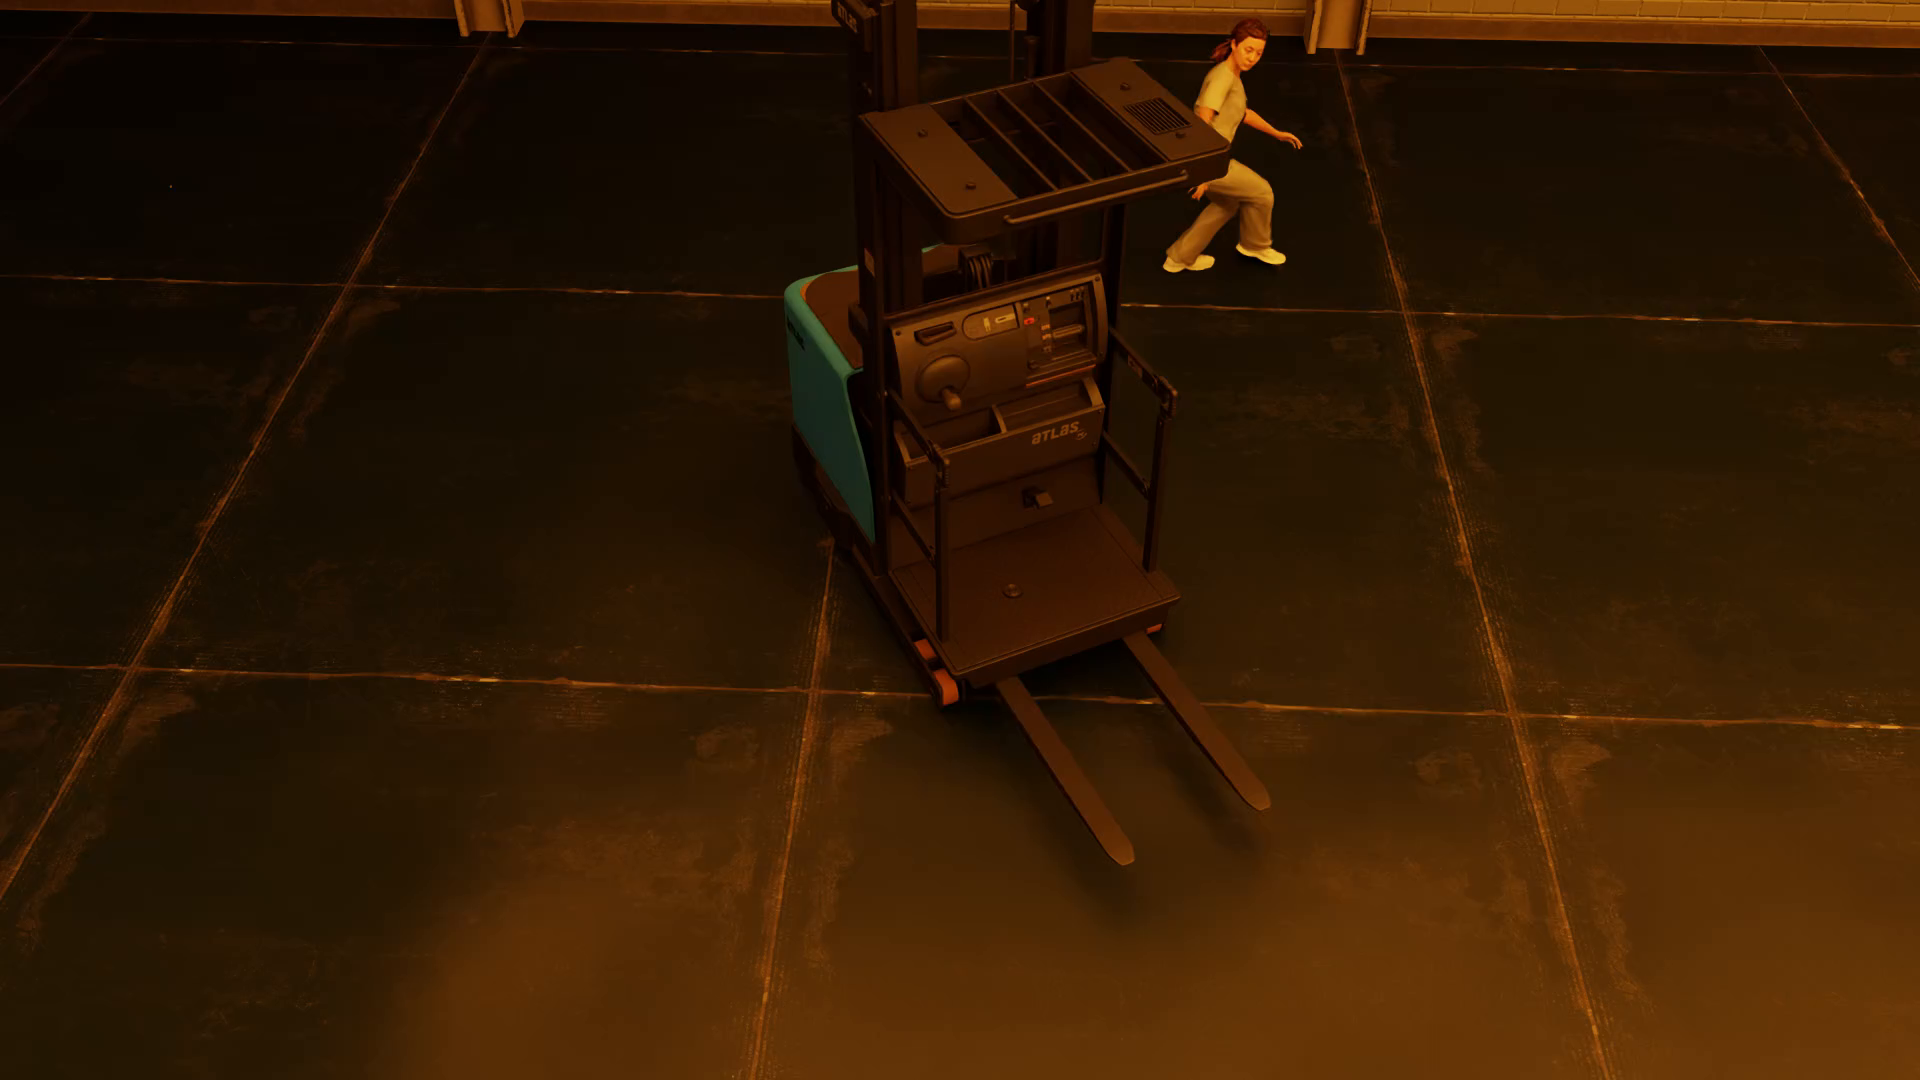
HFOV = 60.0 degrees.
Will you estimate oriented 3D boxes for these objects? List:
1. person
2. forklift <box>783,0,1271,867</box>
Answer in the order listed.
[{"bbox_3d":[1.542,-2.063,9.078,0.738,1.501,0.665,-4,43,-4],"label":"person"},{"bbox_3d":[0.261,-0.710,6.520,1.130,2.935,3.031,-18,45,-18],"label":"forklift"}]
